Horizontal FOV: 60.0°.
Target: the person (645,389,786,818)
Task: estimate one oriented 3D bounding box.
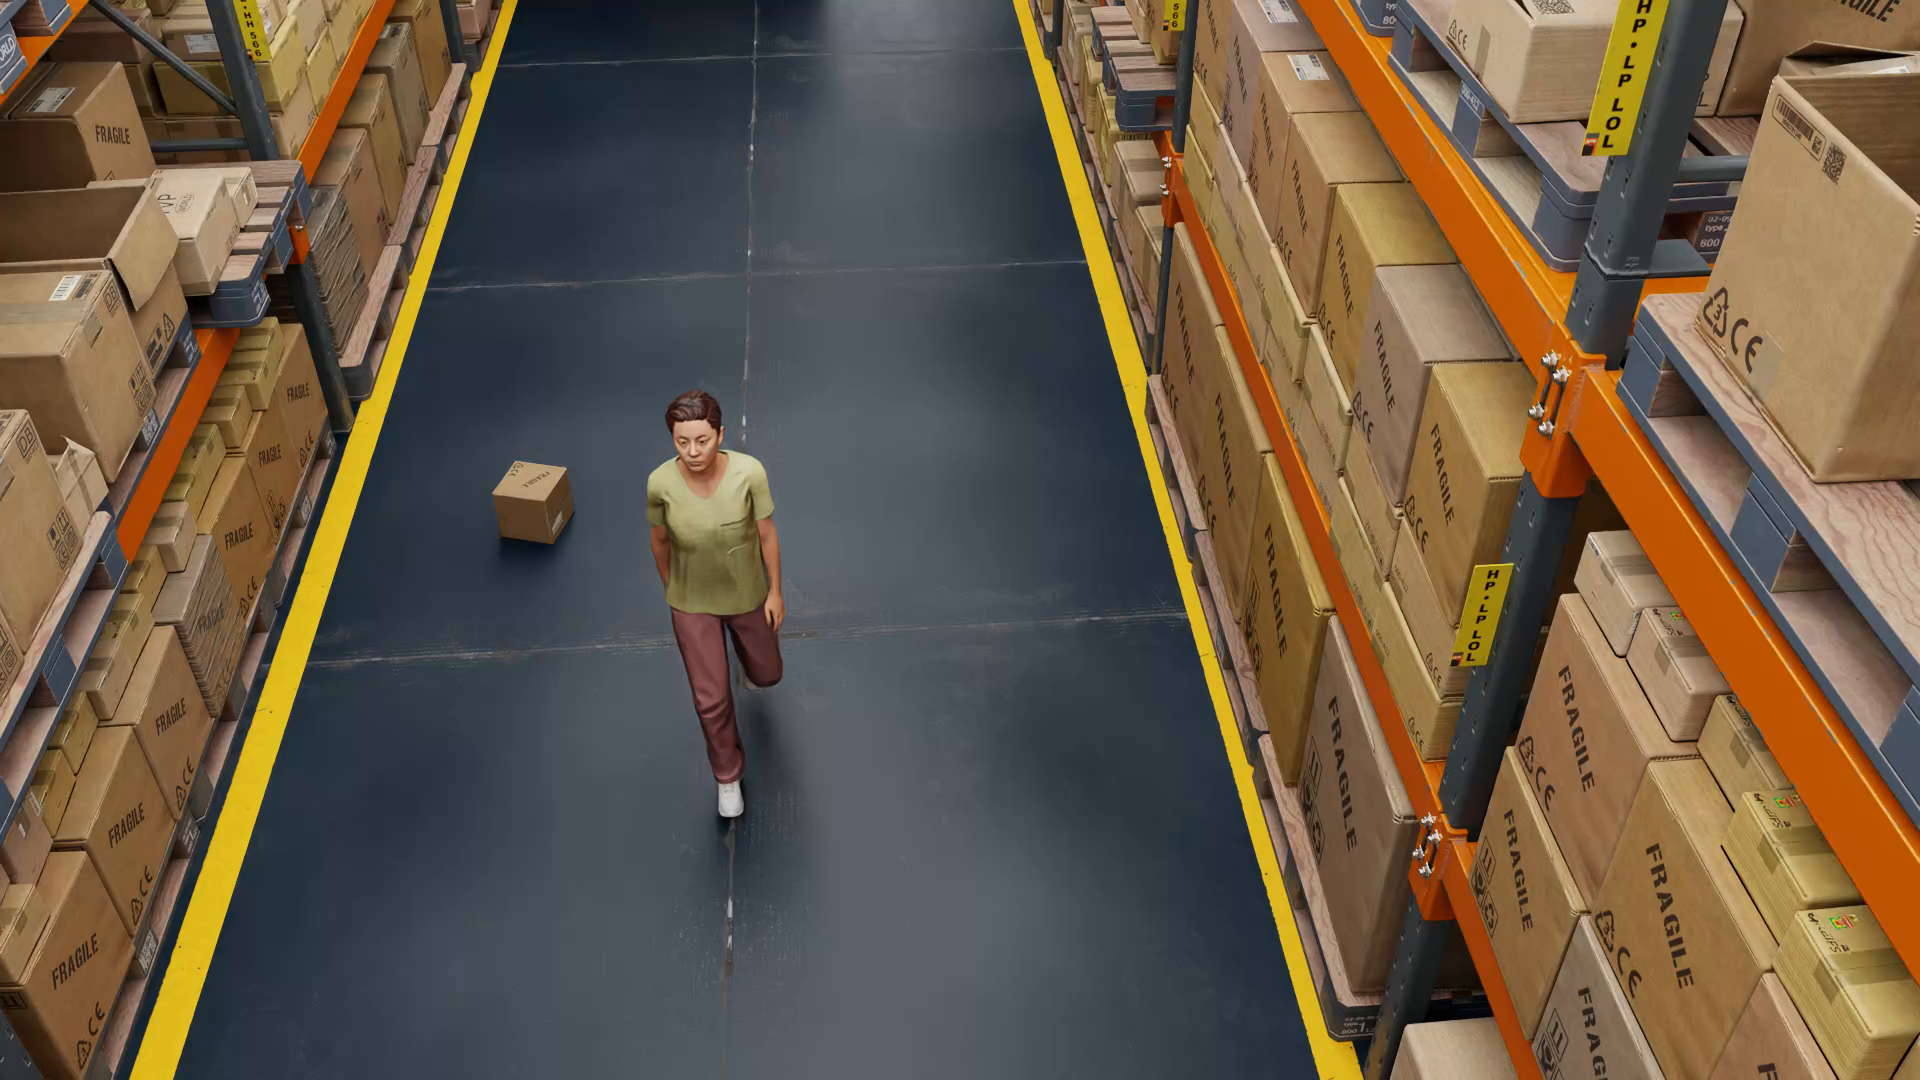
[{"bbox_3d":[-0.860,0.162,5.942,0.442,1.640,0.803,-8,40,-9],"label":"person"}]
